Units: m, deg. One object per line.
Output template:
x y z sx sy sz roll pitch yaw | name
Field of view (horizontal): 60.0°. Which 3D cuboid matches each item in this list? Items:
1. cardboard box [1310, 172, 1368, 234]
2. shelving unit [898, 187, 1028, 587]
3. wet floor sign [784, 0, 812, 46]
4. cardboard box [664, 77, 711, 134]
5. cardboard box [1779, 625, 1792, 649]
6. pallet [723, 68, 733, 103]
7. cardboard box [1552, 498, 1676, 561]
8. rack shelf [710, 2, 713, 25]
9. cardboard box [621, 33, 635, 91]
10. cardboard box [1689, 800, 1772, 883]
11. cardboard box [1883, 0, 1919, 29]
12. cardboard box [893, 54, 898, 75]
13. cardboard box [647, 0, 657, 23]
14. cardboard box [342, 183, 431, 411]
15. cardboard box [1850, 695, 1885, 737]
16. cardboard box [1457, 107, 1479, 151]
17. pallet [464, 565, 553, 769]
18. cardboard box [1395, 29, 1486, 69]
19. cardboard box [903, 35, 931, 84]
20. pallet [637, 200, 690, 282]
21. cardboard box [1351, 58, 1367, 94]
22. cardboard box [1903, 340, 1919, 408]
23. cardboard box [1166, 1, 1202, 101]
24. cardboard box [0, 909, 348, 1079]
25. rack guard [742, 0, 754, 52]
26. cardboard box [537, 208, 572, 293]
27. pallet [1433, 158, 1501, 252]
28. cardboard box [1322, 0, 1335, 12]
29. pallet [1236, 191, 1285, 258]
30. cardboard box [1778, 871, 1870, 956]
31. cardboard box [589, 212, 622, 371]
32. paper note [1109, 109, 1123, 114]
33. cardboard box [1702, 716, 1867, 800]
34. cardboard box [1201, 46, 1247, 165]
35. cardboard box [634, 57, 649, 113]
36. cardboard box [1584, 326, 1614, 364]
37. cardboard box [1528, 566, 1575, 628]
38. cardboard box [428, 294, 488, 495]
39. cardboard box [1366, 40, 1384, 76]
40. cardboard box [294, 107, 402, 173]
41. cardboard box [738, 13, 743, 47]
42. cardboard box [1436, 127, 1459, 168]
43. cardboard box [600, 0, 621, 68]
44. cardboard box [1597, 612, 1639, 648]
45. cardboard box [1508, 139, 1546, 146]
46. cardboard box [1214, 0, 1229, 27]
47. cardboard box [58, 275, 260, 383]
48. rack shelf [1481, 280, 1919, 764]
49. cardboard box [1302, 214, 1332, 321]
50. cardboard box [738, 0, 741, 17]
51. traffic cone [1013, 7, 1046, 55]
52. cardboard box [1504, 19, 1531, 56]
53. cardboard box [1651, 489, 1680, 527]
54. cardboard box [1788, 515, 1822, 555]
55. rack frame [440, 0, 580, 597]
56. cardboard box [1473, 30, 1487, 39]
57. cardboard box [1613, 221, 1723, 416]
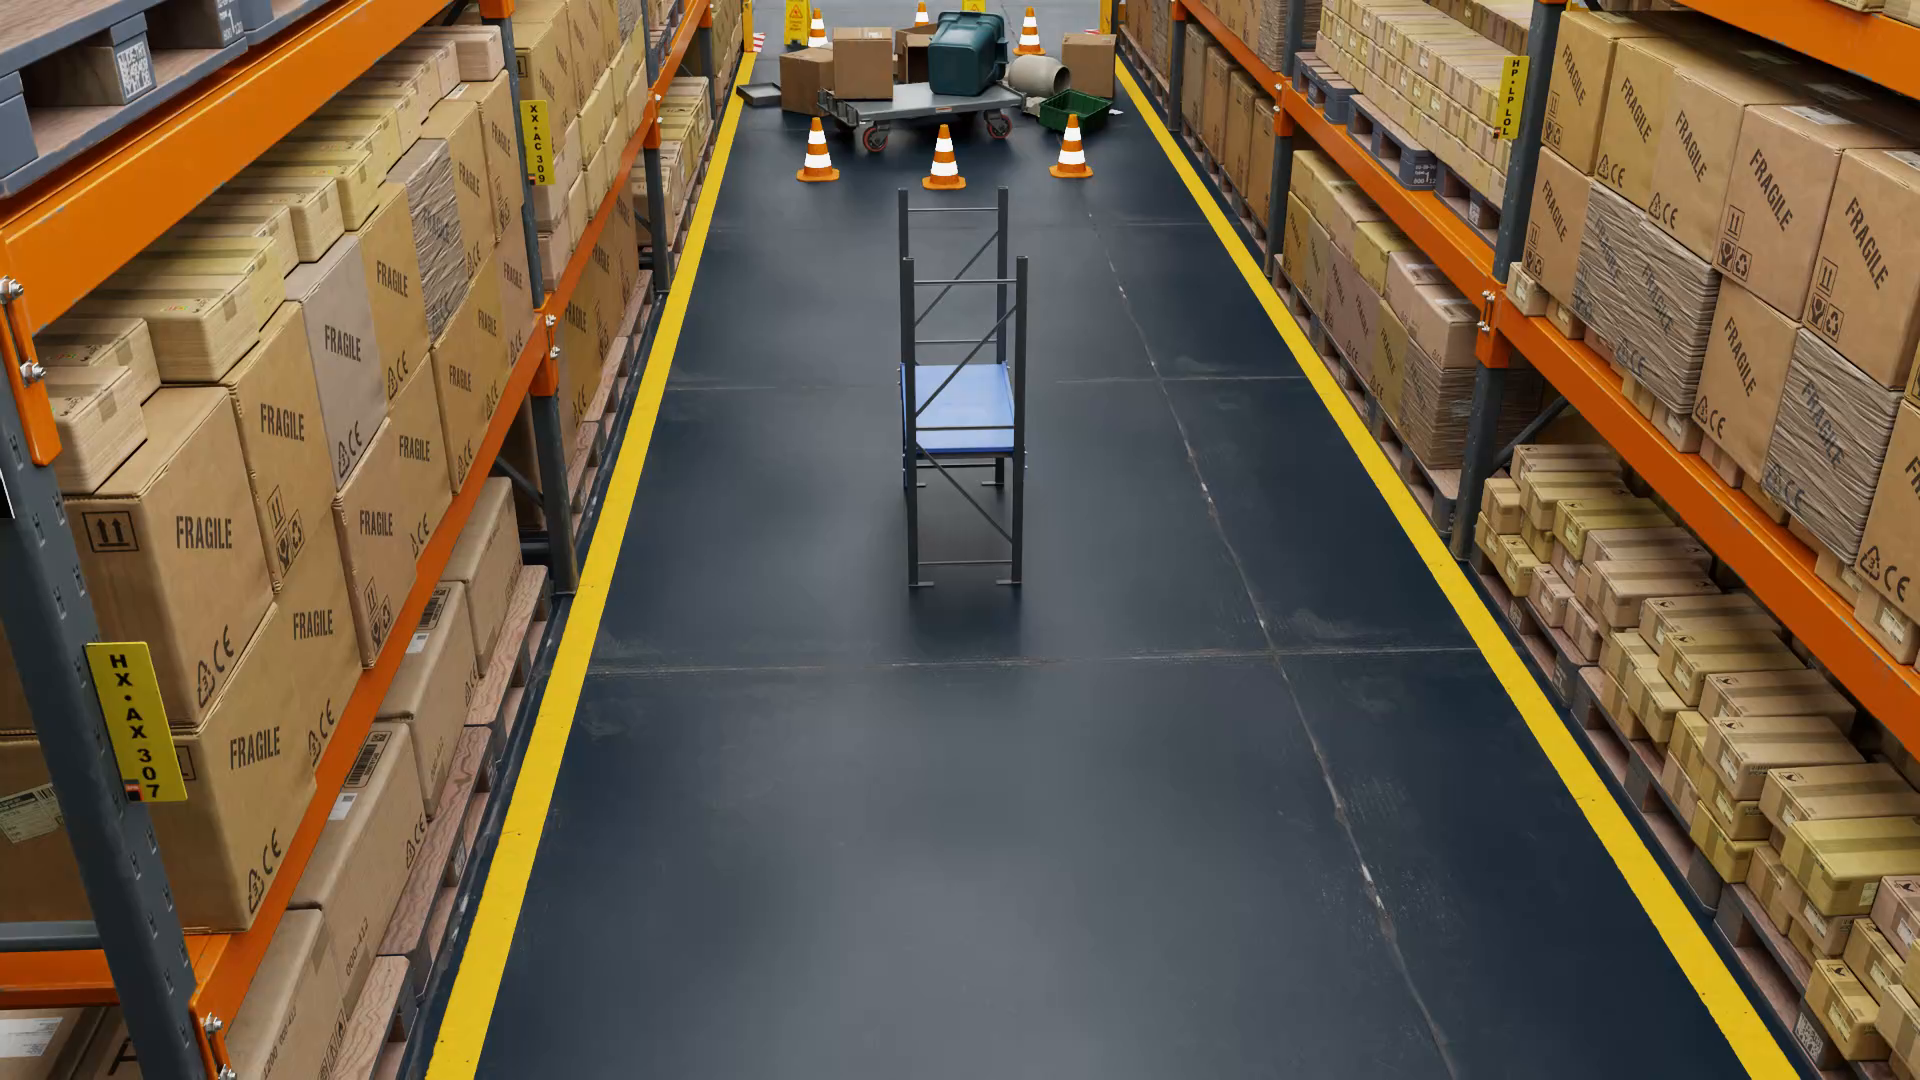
2.365 -1.965 9.711 0.500 0.250 0.500 -2 28 -3 | cardboard box
-0.004 -0.704 7.479 0.538 1.500 1.048 -1 28 -3 | shelving unit
-1.753 -5.711 18.002 0.267 0.644 0.232 8 29 15 | wet floor sign
-2.573 -3.573 13.744 0.950 0.372 0.625 -1 28 -2 | cardboard box
3.087 0.426 5.997 0.380 0.149 0.250 -3 28 -5 | cardboard box
-2.740 -4.432 16.019 1.003 0.211 1.213 -1 28 -3 | pallet
2.582 -0.043 6.575 0.380 0.149 0.250 -2 28 -3 | cardboard box
-2.707 -5.399 15.635 1.077 0.370 4.000 -1 28 -3 | rack shelf
-2.084 -2.648 9.204 0.500 0.250 0.500 -2 28 -4 | cardboard box
2.582 0.951 5.312 0.380 0.149 0.250 -3 28 -5 | cardboard box
2.628 -1.350 4.014 0.500 0.250 0.500 0 28 0 | cardboard box
-0.726 -4.821 16.832 0.380 0.149 0.250 13 30 24 | cardboard box
-2.186 -3.522 10.376 0.500 0.500 0.500 -2 28 -4 | cardboard box
-1.812 -0.675 4.611 0.500 0.500 0.500 -1 28 -2 | cardboard box
3.185 0.538 5.460 0.380 0.149 0.250 -1 28 -2 | cardboard box
2.510 -1.888 7.621 0.380 0.149 0.250 0 28 0 | cardboard box
-2.223 0.490 6.582 1.003 0.211 1.213 -1 28 -3 | pallet
2.454 -2.511 8.495 0.380 0.149 0.250 -2 28 -3 | cardboard box
-0.134 -4.413 15.520 0.797 0.637 0.503 -1 28 -3 | cardboard box
-2.433 -2.071 11.493 1.003 0.211 1.213 -1 28 -3 | pallet
2.410 -2.603 9.315 0.380 0.149 0.250 0 28 0 | cardboard box
2.663 -0.477 3.910 0.500 0.500 0.500 -2 28 -4 | cardboard box
2.372 -4.496 14.971 0.875 0.875 0.875 -1 28 -2 | cardboard box
-2.110 1.395 4.148 0.875 0.438 0.875 -2 28 -4 | cardboard box
-2.807 -5.498 17.750 1.175 0.500 0.348 -1 28 -3 | rack guard
-1.944 -1.242 7.051 0.500 0.250 0.500 -2 28 -4 | cardboard box
2.859 -1.537 7.661 1.003 0.211 1.213 -1 28 -3 | pallet
2.375 -3.231 9.876 0.380 0.149 0.250 -1 28 -3 | cardboard box
2.578 -2.242 11.821 1.003 0.211 1.213 -1 28 -3 | pallet
2.621 1.051 4.799 0.380 0.149 0.250 -2 28 -5 | cardboard box
-2.398 -1.458 9.145 0.875 0.875 0.875 -1 28 -2 | cardboard box
1.396 -3.933 15.256 0.147 0.020 0.142 -23 35 -37 | paper note
2.565 0.680 5.189 0.380 0.149 0.250 0 28 -1 | cardboard box
2.504 -3.419 13.040 1.050 0.750 0.750 -1 28 -3 | cardboard box
-2.108 -2.653 9.755 0.500 0.250 0.500 -2 28 -4 | cardboard box
2.595 -0.776 6.266 0.380 0.149 0.250 -3 28 -5 | cardboard box
2.530 0.225 6.704 0.380 0.149 0.250 -2 28 -3 | cardboard box
-1.832 -0.466 5.293 0.500 0.500 0.500 -2 28 -3 | cardboard box
2.428 -2.612 9.009 0.380 0.149 0.250 -1 28 -3 | cardboard box
-1.847 -1.148 4.817 0.380 0.149 0.250 -2 28 -4 | cardboard box
-2.499 -5.230 17.054 0.500 0.250 0.500 -2 28 -3 | cardboard box
2.497 -1.870 7.909 0.380 0.149 0.250 -3 28 -5 | cardboard box
-2.051 -2.736 8.562 0.500 0.500 0.500 -1 28 -3 | cardboard box
2.606 0.334 6.173 0.380 0.149 0.250 0 28 0 | cardboard box
2.537 -1.785 7.103 0.380 0.149 0.250 0 28 0 | cardboard box
2.171 -4.057 12.176 0.500 0.500 0.500 -1 28 -2 | cardboard box
-1.702 -0.440 3.460 0.380 0.149 0.250 -1 28 -1 | cardboard box
2.858 -0.023 5.328 1.077 0.370 4.000 -1 28 -3 | rack shelf
2.356 -1.626 9.873 0.500 0.500 0.500 -1 28 -2 | cardboard box
-2.509 -5.577 16.908 0.500 0.500 0.500 -1 28 -2 | cardboard box
0.736 -5.403 17.609 0.336 0.463 0.334 -1 28 -3 | traffic cone
3.093 -2.639 8.740 0.380 0.149 0.250 0 28 0 | cardboard box
3.085 -0.176 6.830 0.380 0.149 0.250 -1 28 -2 | cardboard box
2.683 -0.048 4.870 0.380 0.149 0.250 -3 28 -5 | cardboard box
-2.185 -1.099 6.614 1.000 3.000 0.127 -1 28 -3 | rack frame
3.069 -2.742 9.260 0.380 0.149 0.250 -1 28 -3 | cardboard box
2.551 -0.745 5.505 0.500 0.500 0.500 -2 28 -4 | cardboard box
